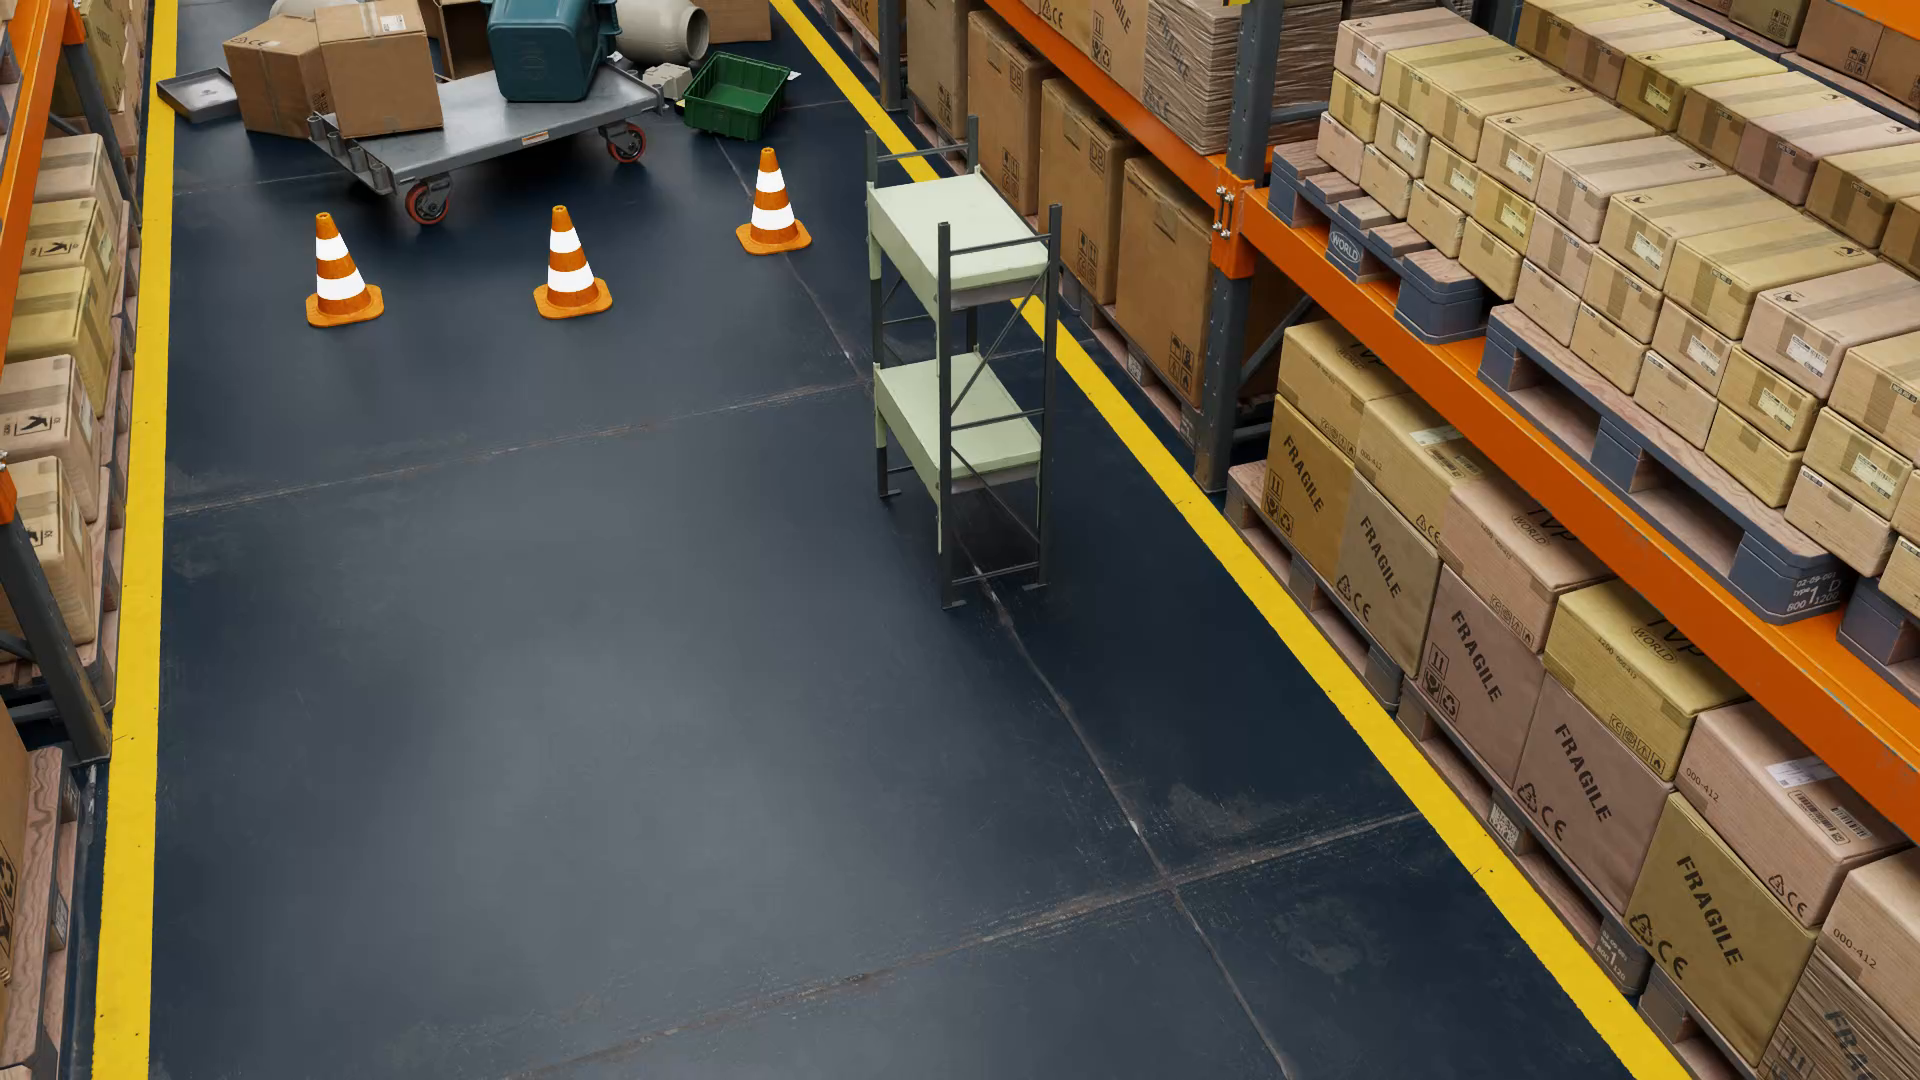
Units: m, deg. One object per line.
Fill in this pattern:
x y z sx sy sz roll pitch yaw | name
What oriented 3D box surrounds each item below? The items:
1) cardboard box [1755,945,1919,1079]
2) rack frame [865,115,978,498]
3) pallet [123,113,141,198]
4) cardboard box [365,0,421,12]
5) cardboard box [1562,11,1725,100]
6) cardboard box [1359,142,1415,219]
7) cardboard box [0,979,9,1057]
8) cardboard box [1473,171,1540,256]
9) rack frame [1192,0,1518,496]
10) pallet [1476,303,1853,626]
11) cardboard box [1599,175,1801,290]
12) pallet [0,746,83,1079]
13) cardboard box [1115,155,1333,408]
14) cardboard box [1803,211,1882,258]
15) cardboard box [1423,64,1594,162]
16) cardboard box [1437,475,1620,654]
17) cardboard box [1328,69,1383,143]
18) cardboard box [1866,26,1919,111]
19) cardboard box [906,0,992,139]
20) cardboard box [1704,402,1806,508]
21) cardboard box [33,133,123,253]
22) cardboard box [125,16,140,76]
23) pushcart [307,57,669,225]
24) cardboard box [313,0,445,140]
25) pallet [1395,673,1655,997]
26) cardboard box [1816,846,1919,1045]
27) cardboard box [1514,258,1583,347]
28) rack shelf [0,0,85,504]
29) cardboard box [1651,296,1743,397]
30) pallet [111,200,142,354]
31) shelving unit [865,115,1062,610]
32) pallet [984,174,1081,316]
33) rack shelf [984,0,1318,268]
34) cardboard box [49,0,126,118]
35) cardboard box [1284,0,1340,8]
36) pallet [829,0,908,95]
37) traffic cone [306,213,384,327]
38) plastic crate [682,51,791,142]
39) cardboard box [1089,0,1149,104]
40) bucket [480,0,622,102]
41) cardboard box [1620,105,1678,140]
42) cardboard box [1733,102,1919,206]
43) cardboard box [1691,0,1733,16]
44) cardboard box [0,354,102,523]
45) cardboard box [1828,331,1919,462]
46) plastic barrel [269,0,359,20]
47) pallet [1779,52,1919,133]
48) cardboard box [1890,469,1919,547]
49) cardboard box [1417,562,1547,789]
2.294 1.217 3.870 0.500 0.500 0.500 -13 39 -17 | cardboard box
-0.128 -0.810 6.078 0.400 1.500 0.023 -12 39 -16 | rack frame
-4.845 -1.944 8.655 1.003 0.211 1.213 -12 39 -16 | pallet
-3.609 -3.485 10.753 0.380 0.149 0.250 6 37 8 | cardboard box
2.093 -1.489 5.098 0.380 0.149 0.250 -13 39 -17 | cardboard box
1.466 -1.129 5.116 0.380 0.149 0.250 -11 38 -14 | cardboard box
-2.741 1.167 3.624 0.875 0.875 0.875 -12 39 -15 | cardboard box
1.664 -0.934 4.610 0.380 0.149 0.250 -12 39 -16 | cardboard box
1.409 -1.508 5.759 1.000 3.000 0.127 -12 39 -16 | rack frame
2.129 -0.321 4.343 1.003 0.211 1.213 -12 39 -16 | pallet
1.840 -0.770 4.144 0.380 0.149 0.250 -11 38 -15 | cardboard box
-3.003 1.149 4.549 1.003 0.211 1.213 -12 39 -16 | pallet
1.284 -1.140 6.791 1.050 0.750 0.750 -13 39 -17 | cardboard box
2.453 -0.781 4.406 0.380 0.149 0.250 -11 38 -15 | cardboard box
1.562 -1.221 4.743 0.380 0.149 0.250 -13 39 -16 | cardboard box
1.752 0.032 4.820 0.500 0.250 0.500 -12 39 -16 | cardboard box
1.387 -1.380 5.201 0.380 0.149 0.250 -11 38 -14 | cardboard box
5.447 -2.659 8.999 0.700 0.500 0.500 -9 38 -12 | cardboard box
0.331 -2.705 8.868 1.050 0.750 0.750 -13 39 -16 | cardboard box
2.012 -0.234 3.928 0.380 0.149 0.250 -11 38 -14 | cardboard box
-4.397 -1.508 7.594 0.950 0.372 0.625 -12 39 -15 | cardboard box
-4.909 -2.743 9.334 0.500 0.250 0.500 -13 39 -17 | cardboard box
-2.457 -2.138 8.775 1.648 0.377 0.936 -27 45 -31 | pushcart
-2.919 -2.375 8.358 0.500 0.500 0.500 -12 39 -16 | cardboard box
2.093 0.736 5.098 1.003 0.211 1.213 -12 39 -16 | pallet
2.292 0.915 3.648 0.500 0.250 0.500 -13 39 -17 | cardboard box
1.747 -0.675 4.512 0.380 0.149 0.250 -11 38 -14 | cardboard box
-3.892 -1.268 6.039 1.077 0.370 4.000 -12 39 -16 | rack shelf
1.928 -0.501 4.034 0.380 0.149 0.250 -11 38 -14 | cardboard box
-4.311 -1.132 7.578 1.003 0.211 1.213 -12 39 -16 | pallet
-0.002 -0.603 5.804 0.431 1.500 0.755 -12 39 -16 | shelving unit
0.793 -1.543 8.123 1.003 0.211 1.213 -12 39 -16 | pallet
0.721 -2.350 7.475 1.077 0.370 4.000 -12 39 -16 | rack shelf
-4.530 -2.444 8.314 0.500 0.500 0.500 -11 38 -14 | cardboard box
1.264 -2.203 5.767 0.700 0.500 0.500 -13 39 -16 | cardboard box
-0.156 -3.099 10.189 1.003 0.211 1.213 -12 39 -16 | pallet
-2.839 -1.262 7.540 0.336 0.463 0.334 -12 39 -16 | traffic cone
-1.257 -2.494 9.358 0.450 0.188 0.662 14 38 2 | plastic crate
0.832 -2.029 6.367 0.500 0.500 0.500 -12 39 -16 | cardboard box
-2.179 -2.667 8.754 0.726 0.611 0.620 0 47 0 | bucket
2.193 -1.211 4.977 0.380 0.149 0.250 -12 39 -15 | cardboard box
2.356 -1.053 4.520 0.380 0.149 0.250 -12 39 -16 | cardboard box
4.916 -3.563 10.199 0.700 0.500 0.500 -15 40 -19 | cardboard box
-3.650 -0.280 5.964 0.950 0.372 0.625 -13 39 -17 | cardboard box
2.112 -0.325 3.554 0.380 0.149 0.250 -14 39 -17 | cardboard box
-3.824 -3.063 9.964 0.512 0.421 0.421 12 39 16 | plastic barrel
5.417 -2.494 9.385 1.003 0.211 1.213 -12 39 -16 | pallet
2.191 -0.061 3.451 0.380 0.149 0.250 -14 39 -17 | cardboard box
1.770 0.348 5.024 0.500 0.500 0.500 -13 39 -17 | cardboard box
